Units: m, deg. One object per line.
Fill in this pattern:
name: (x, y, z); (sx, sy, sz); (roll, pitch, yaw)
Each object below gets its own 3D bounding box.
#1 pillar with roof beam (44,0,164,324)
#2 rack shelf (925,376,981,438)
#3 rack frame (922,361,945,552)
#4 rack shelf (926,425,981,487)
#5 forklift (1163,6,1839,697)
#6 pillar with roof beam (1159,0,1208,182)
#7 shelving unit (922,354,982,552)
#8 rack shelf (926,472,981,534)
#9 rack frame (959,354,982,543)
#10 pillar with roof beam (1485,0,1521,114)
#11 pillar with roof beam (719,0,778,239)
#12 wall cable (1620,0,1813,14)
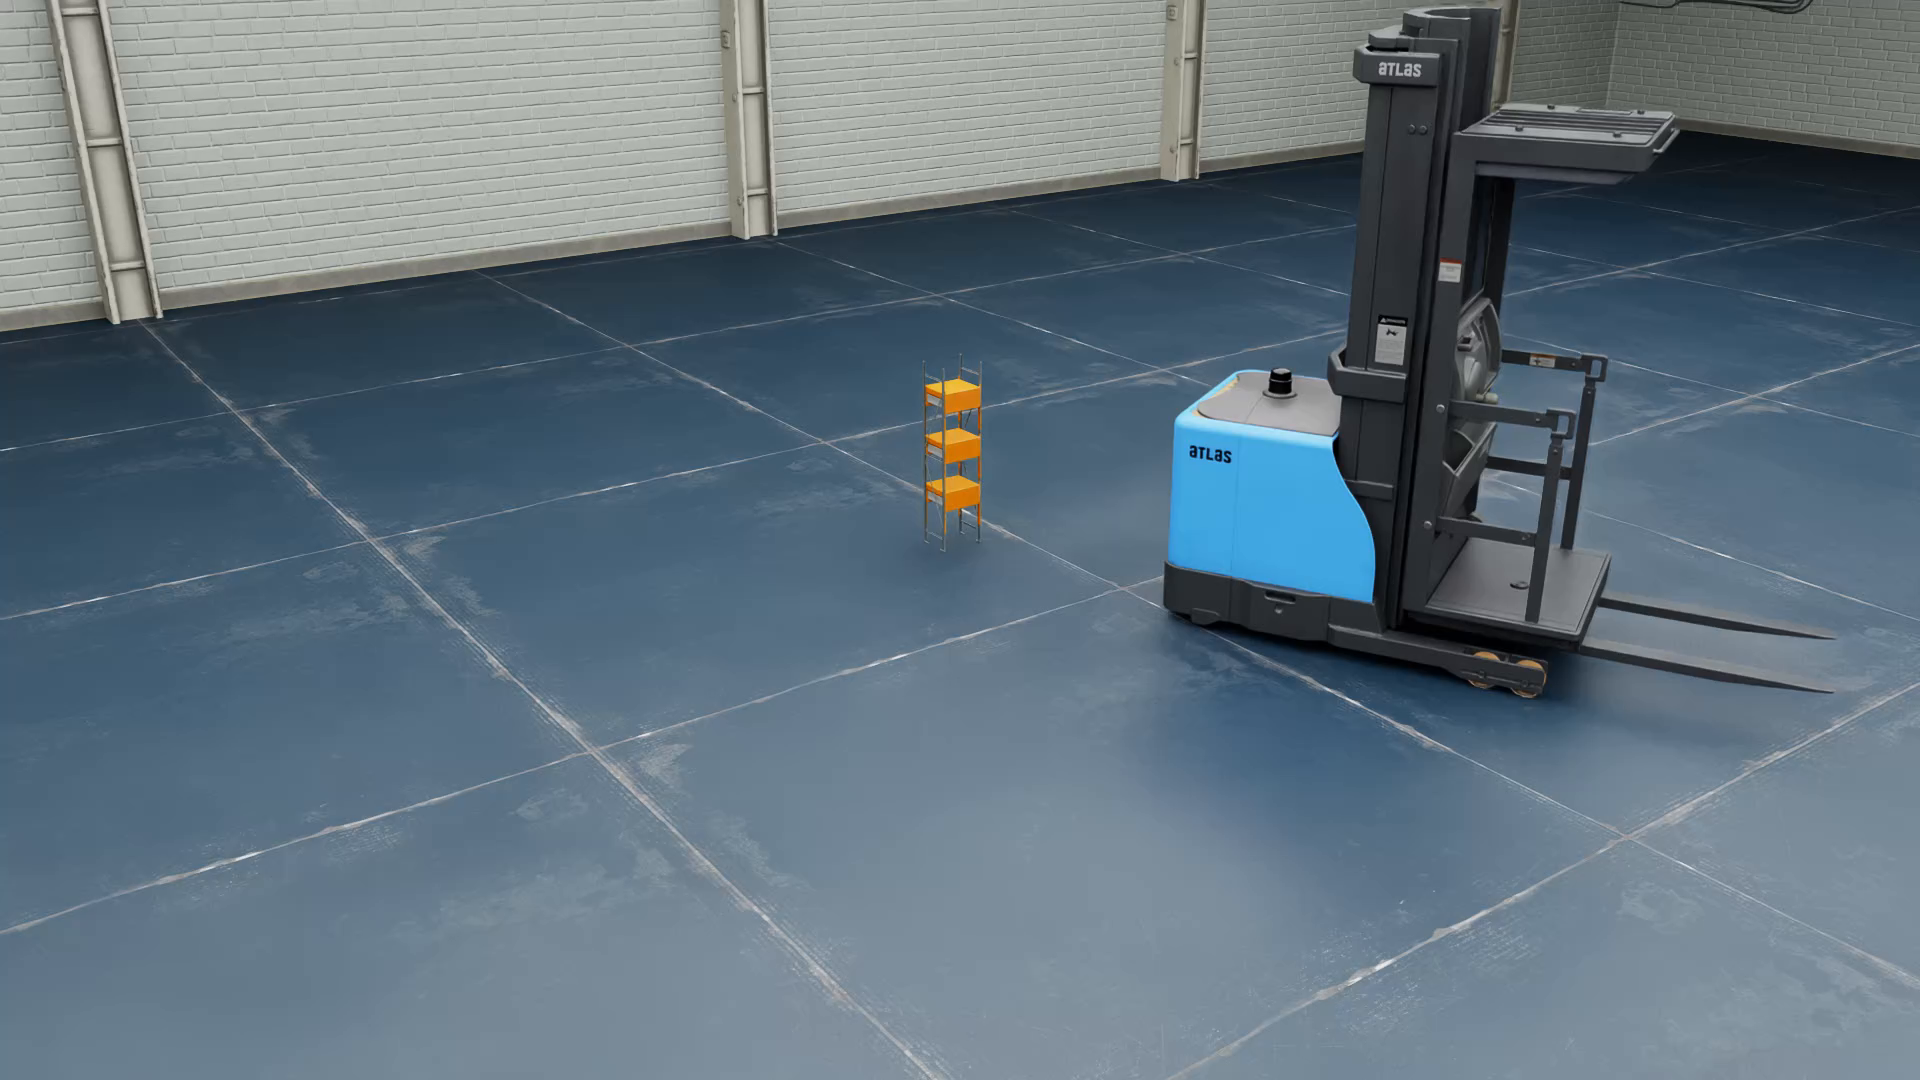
pillar with roof beam: (-4.508, -4.781, 9.235); (0.400, 9.000, 9.100); (-15, 26, -33)
rack shelf: (-0.043, -0.730, 9.072); (0.240, 0.259, 0.215); (-15, 26, -33)
rack frame: (-0.142, -0.450, 9.107); (0.008, 1.050, 0.200); (-15, 26, -33)
rack shelf: (-0.043, -0.466, 9.177); (0.240, 0.259, 0.215); (-15, 26, -33)
forklift: (2.573, -0.867, 7.616); (3.031, 2.935, 1.130); (11, 24, 25)
pillar with roof beam: (5.233, -7.378, 15.744); (0.400, 9.000, 9.100); (-15, 26, -33)
shelving unit: (-0.043, -0.476, 9.173); (0.252, 1.050, 0.215); (-15, 26, -33)
rack shelf: (-0.043, -0.208, 9.280); (0.240, 0.259, 0.215); (-15, 26, -33)
rack frame: (0.056, -0.502, 9.239); (0.008, 1.050, 0.200); (-15, 26, -33)
pillar with roof beam: (10.103, -8.677, 18.999); (0.400, 9.000, 9.100); (-15, 26, -33)
pillar with roof beam: (0.362, -6.079, 12.490); (0.400, 9.000, 9.100); (-15, 26, -33)
wall cable: (10.752, -8.770, 23.421); (0.112, 2.526, 3.097); (-15, 26, -33)
